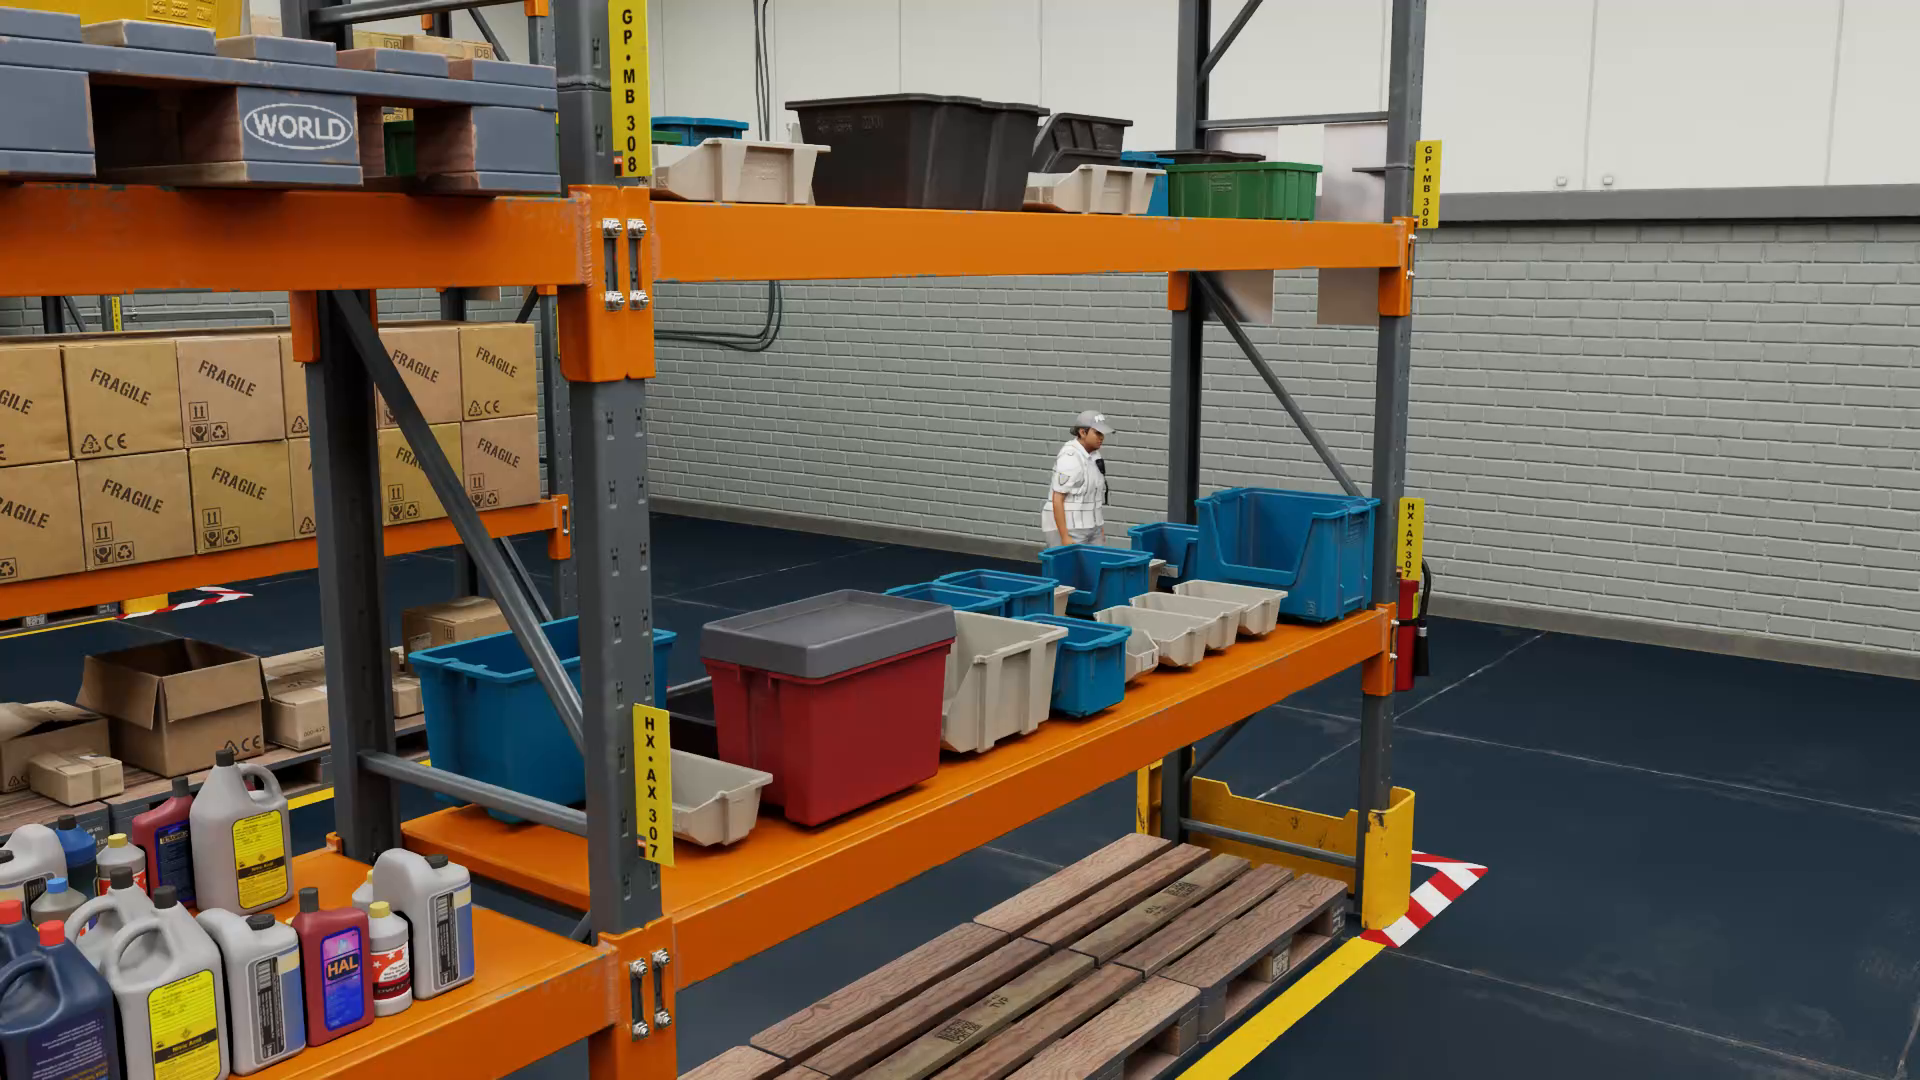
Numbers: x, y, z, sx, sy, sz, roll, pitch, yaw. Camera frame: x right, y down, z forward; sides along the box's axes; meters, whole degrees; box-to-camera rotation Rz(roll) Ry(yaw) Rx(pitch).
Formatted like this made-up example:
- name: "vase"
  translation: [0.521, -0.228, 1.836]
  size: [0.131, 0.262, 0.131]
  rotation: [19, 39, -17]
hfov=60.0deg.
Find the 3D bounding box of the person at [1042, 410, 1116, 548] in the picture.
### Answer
- name: "person"
  translation: [0.800, -0.038, 11.094]
  size: [0.467, 1.667, 0.558]
  rotation: [7, 12, 34]
